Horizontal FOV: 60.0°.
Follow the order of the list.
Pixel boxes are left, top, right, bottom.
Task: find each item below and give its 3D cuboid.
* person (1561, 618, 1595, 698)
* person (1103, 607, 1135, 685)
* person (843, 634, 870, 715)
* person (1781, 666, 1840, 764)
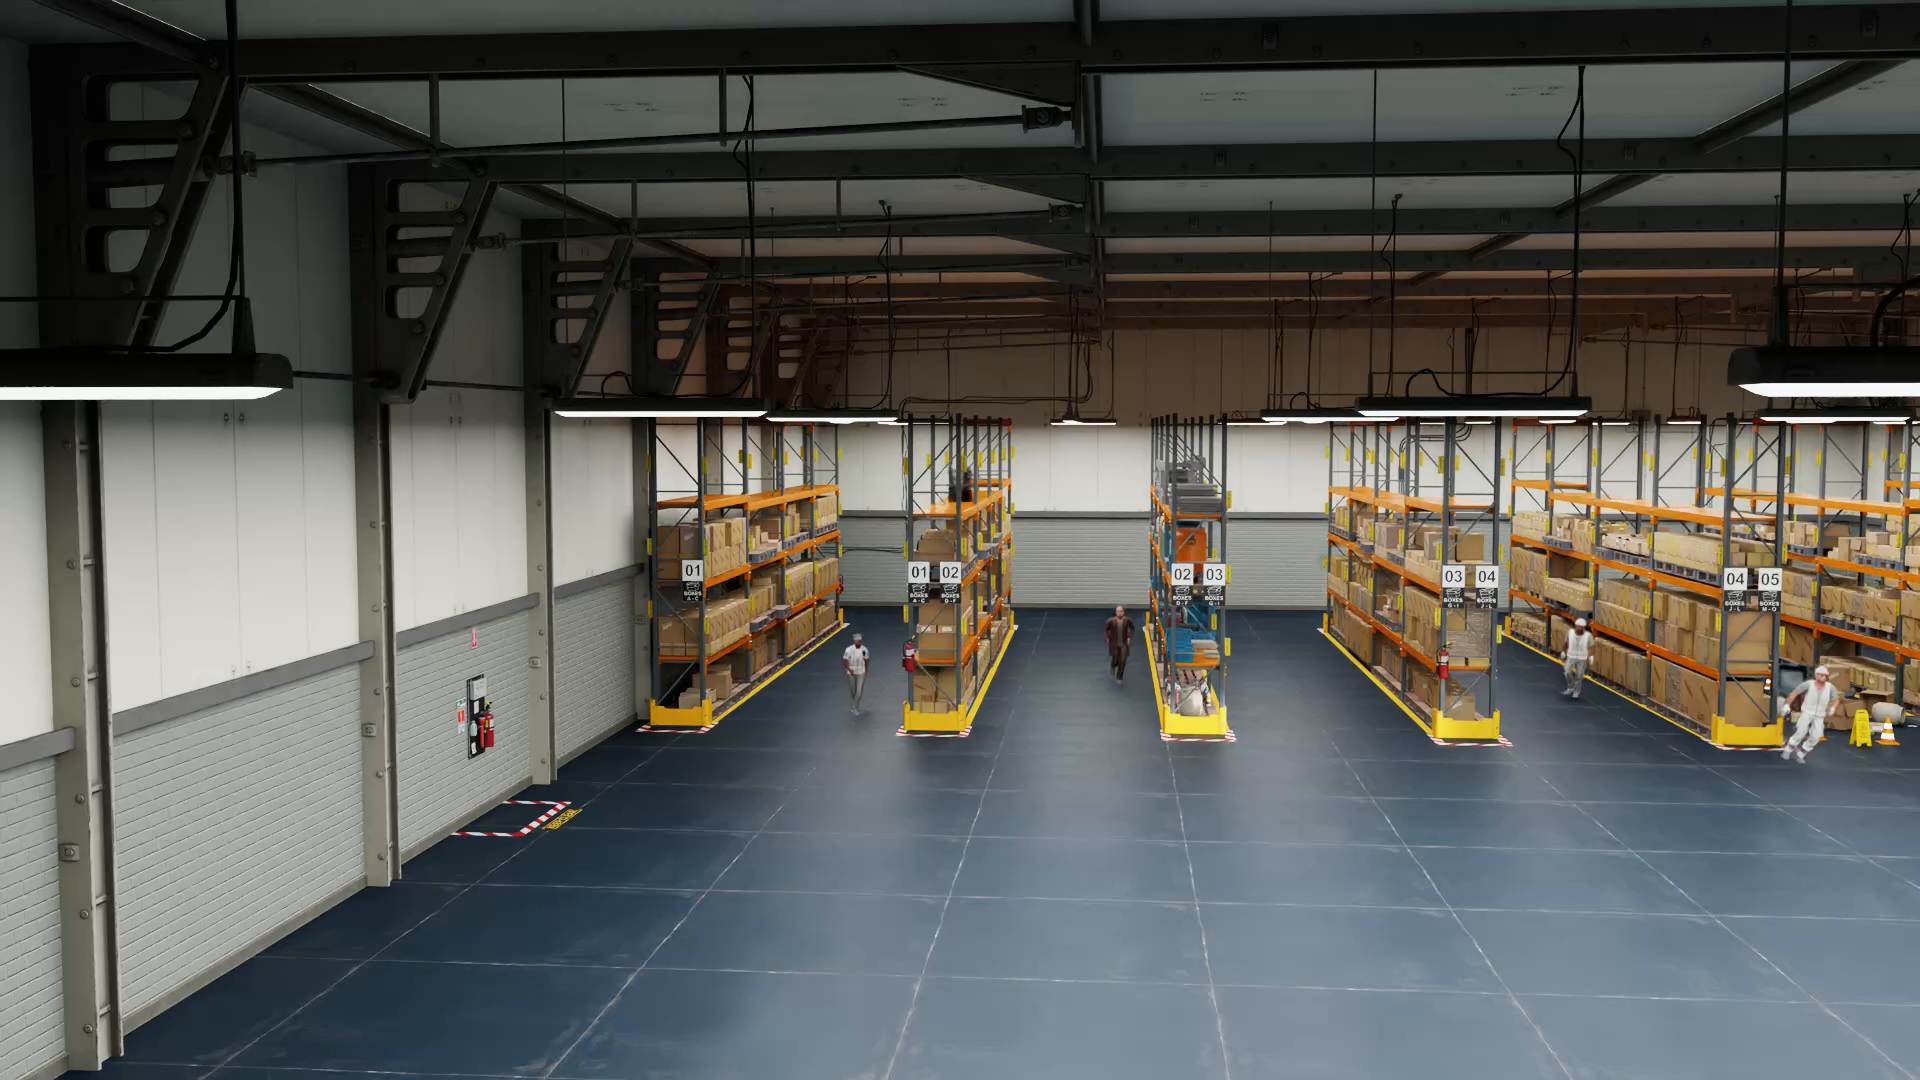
[{"bbox_3d":[12.999,2.492,35.008,0.694,1.724,0.683,2,4,22],"label":"person"},{"bbox_3d":[3.589,2.355,37.471,0.727,1.734,0.721,0,4,-4],"label":"person"},{"bbox_3d":[-2.085,2.669,33.425,0.563,1.643,0.612,-1,4,-8],"label":"person"},{"bbox_3d":[14.497,2.991,28.308,0.887,1.706,0.598,0,4,7],"label":"person"}]
